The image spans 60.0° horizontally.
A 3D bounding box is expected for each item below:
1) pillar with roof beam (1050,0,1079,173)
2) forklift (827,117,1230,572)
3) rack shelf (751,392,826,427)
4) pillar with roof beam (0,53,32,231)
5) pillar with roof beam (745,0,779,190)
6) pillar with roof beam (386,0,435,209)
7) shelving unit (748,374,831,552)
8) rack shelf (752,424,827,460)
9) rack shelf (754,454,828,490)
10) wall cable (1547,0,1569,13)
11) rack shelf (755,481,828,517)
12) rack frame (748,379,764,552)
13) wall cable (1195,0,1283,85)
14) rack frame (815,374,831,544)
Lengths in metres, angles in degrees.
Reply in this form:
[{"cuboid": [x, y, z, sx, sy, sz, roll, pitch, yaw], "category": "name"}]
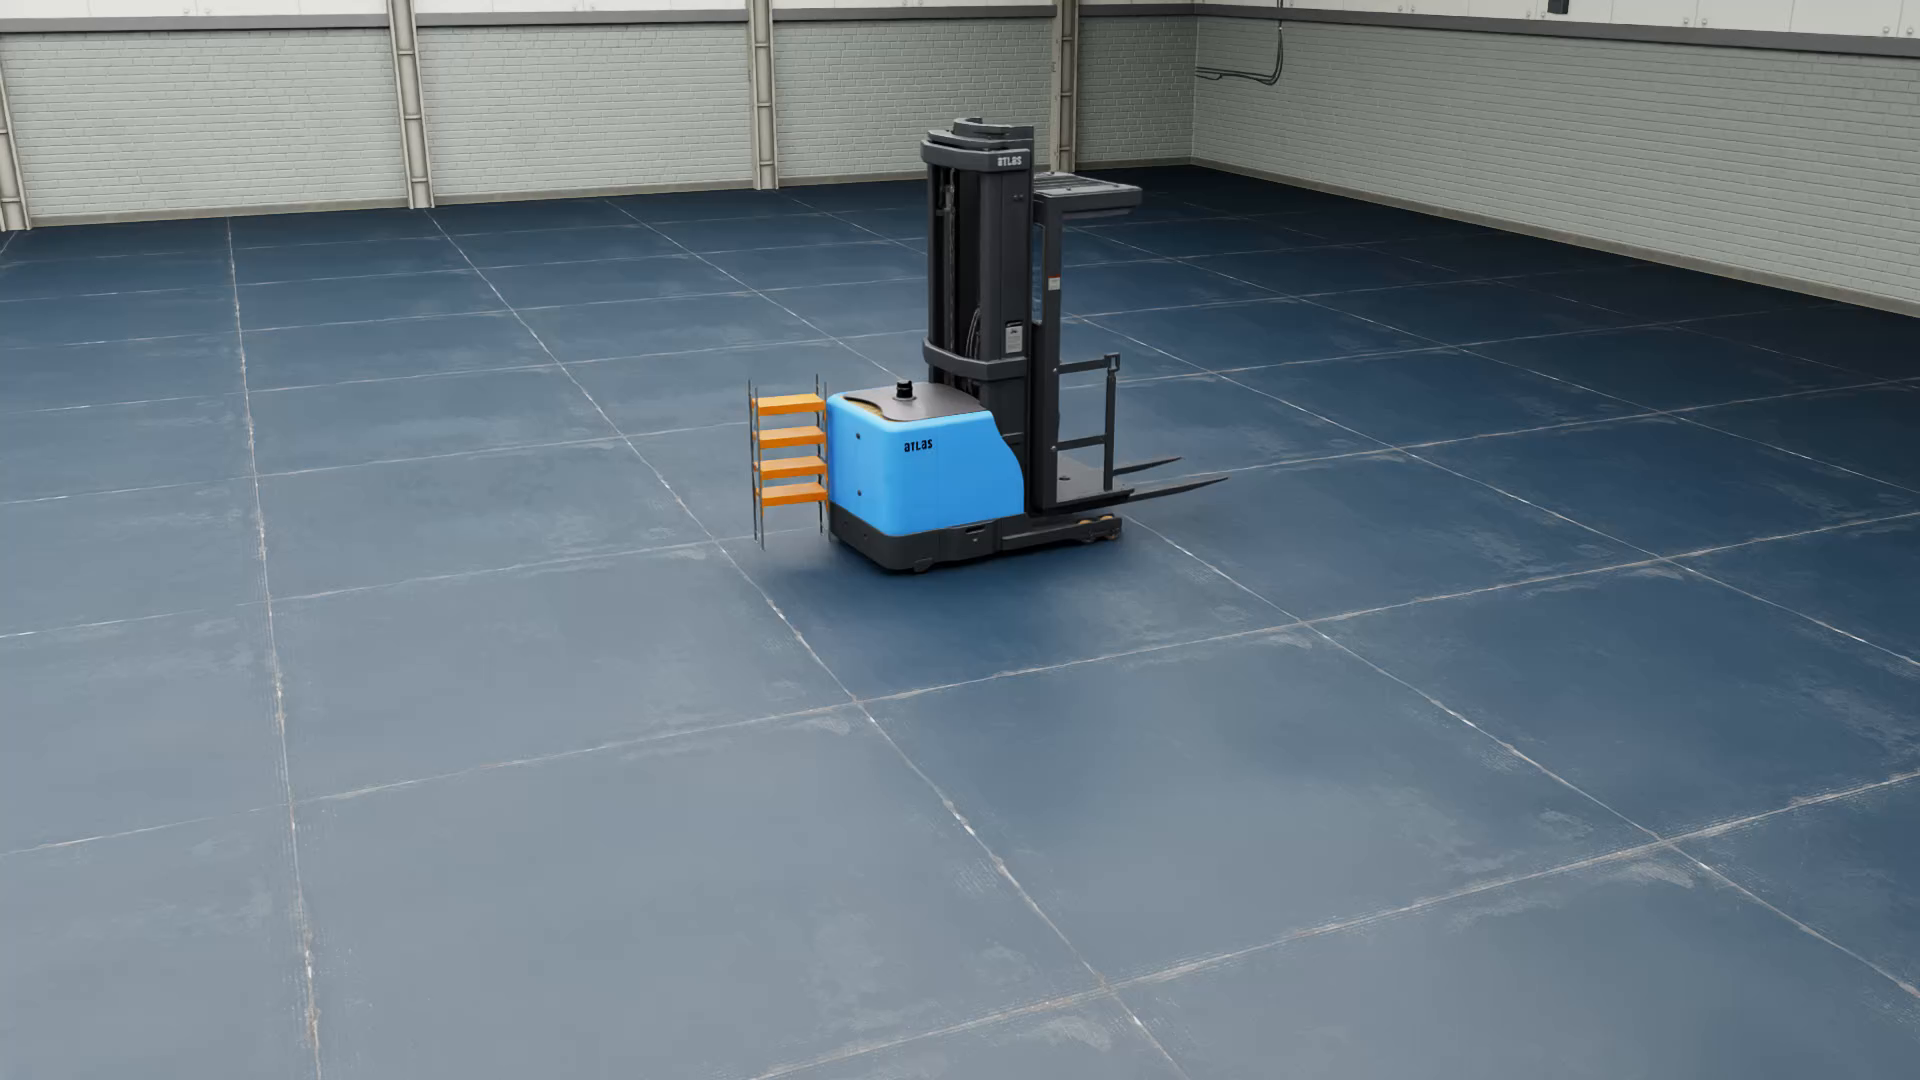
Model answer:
[{"cuboid": [3.696, -10.092, 27.136, 0.400, 9.000, 9.100, -8, 21, -22], "category": "pillar with roof beam"}, {"cuboid": [0.587, -1.500, 11.870, 3.031, 2.935, 1.130, -11, 22, -28], "category": "forklift"}, {"cuboid": [-1.205, -0.916, 11.634, 0.480, 0.148, 0.258, -7, 21, -19], "category": "rack shelf"}, {"cuboid": [-12.832, -7.725, 20.411, 0.400, 9.000, 9.100, -8, 21, -22], "category": "pillar with roof beam"}, {"cuboid": [-1.813, -9.303, 24.894, 0.400, 9.000, 9.100, -8, 21, -22], "category": "pillar with roof beam"}, {"cuboid": [-7.323, -8.514, 22.653, 0.400, 9.000, 9.100, -8, 21, -22], "category": "pillar with roof beam"}, {"cuboid": [-1.205, -0.545, 11.765, 0.503, 1.200, 0.258, -7, 21, -19], "category": "shelving unit"}, {"cuboid": [-1.205, -0.693, 11.713, 0.480, 0.148, 0.258, -7, 21, -19], "category": "rack shelf"}, {"cuboid": [-1.205, -0.482, 11.787, 0.480, 0.148, 0.258, -7, 21, -19], "category": "rack shelf"}, {"cuboid": [8.965, -10.097, 22.027, 0.169, 6.003, 2.305, -8, 21, -22], "category": "wall cable"}, {"cuboid": [-1.205, -0.295, 11.853, 0.480, 0.148, 0.258, -7, 21, -19], "category": "rack shelf"}, {"cuboid": [-1.434, -0.518, 11.687, 0.015, 1.200, 0.240, -7, 21, -19], "category": "rack frame"}, {"cuboid": [5.219, -9.925, 31.336, 0.112, 2.526, 3.097, -8, 21, -22], "category": "wall cable"}, {"cuboid": [-0.975, -0.573, 11.842, 0.015, 1.200, 0.240, -7, 21, -19], "category": "rack frame"}]
